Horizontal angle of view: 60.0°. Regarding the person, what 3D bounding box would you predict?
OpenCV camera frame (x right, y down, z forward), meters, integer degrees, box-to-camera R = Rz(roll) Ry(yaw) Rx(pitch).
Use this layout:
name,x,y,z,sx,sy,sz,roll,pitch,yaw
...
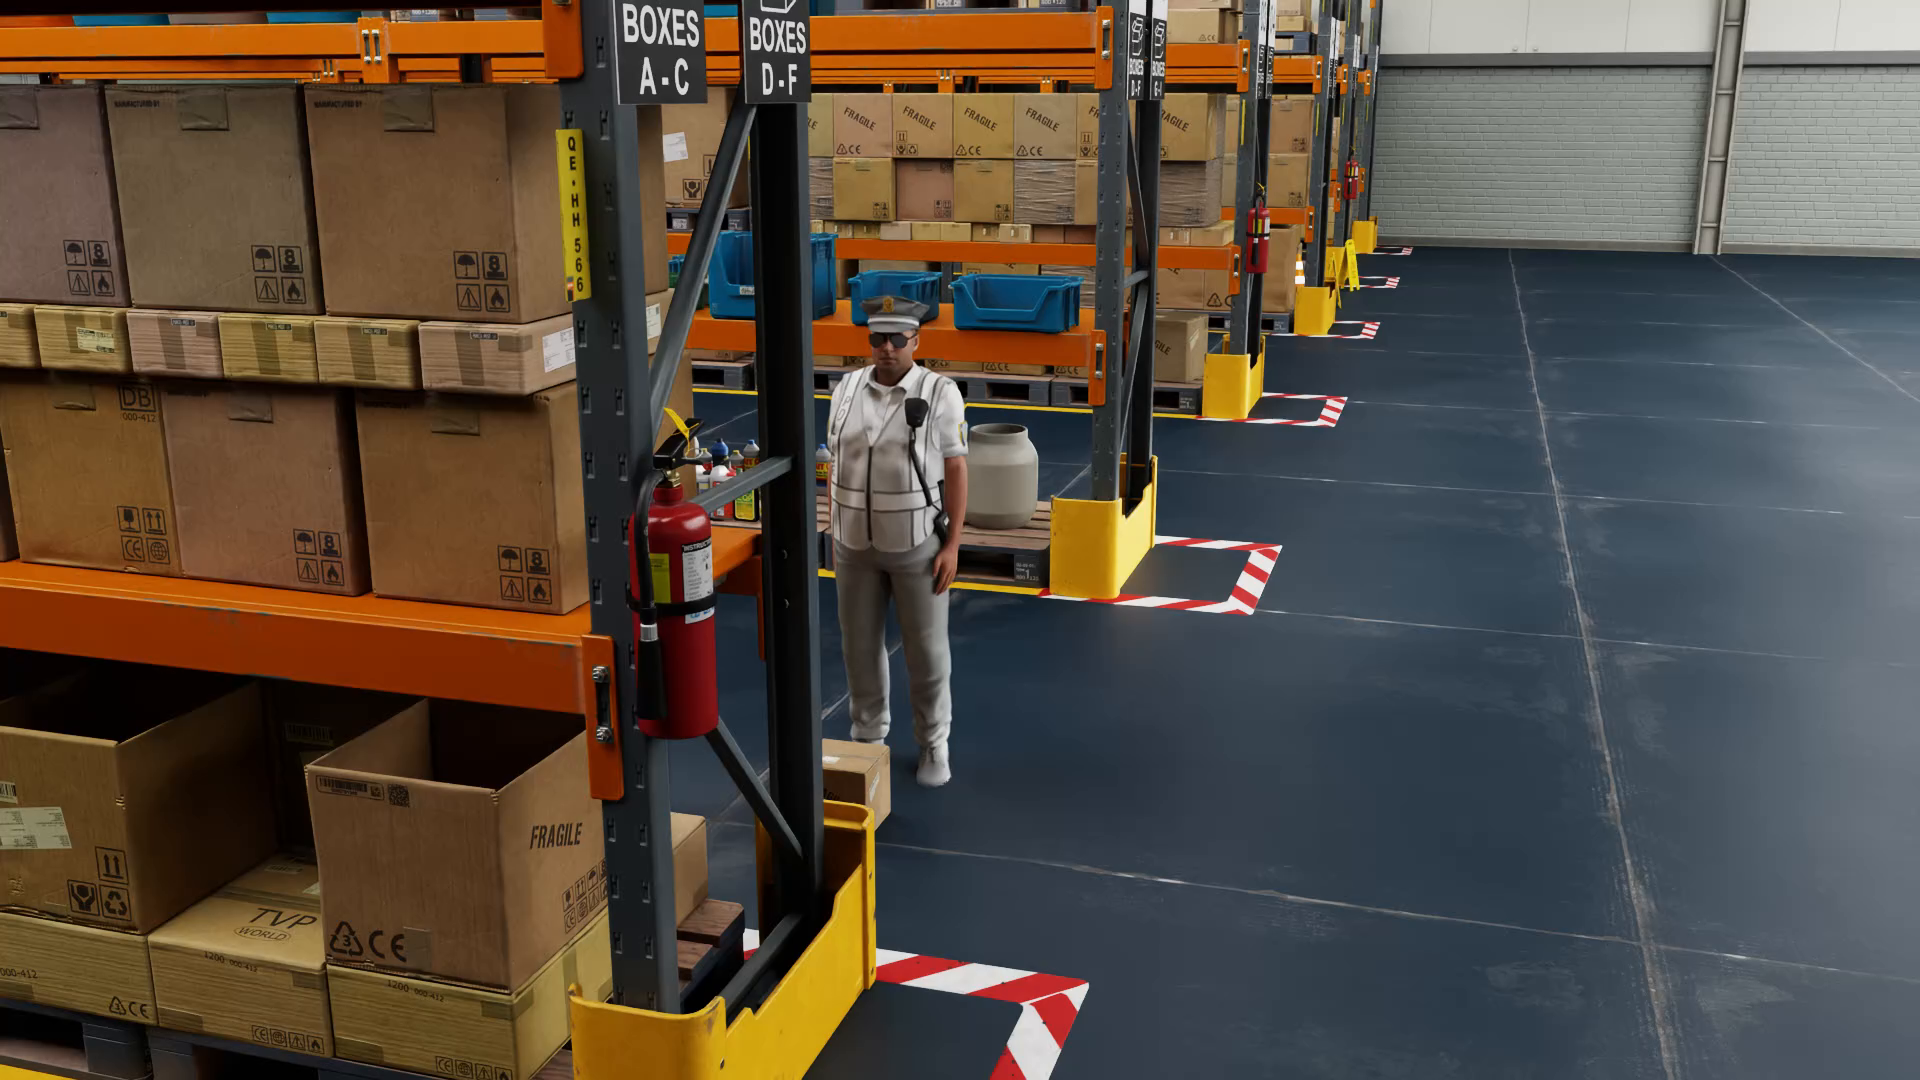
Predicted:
name,x,y,z,sx,sy,sz,roll,pitch,yaw
person,-0.238,0.011,5.974,0.528,1.791,0.394,5,16,17
